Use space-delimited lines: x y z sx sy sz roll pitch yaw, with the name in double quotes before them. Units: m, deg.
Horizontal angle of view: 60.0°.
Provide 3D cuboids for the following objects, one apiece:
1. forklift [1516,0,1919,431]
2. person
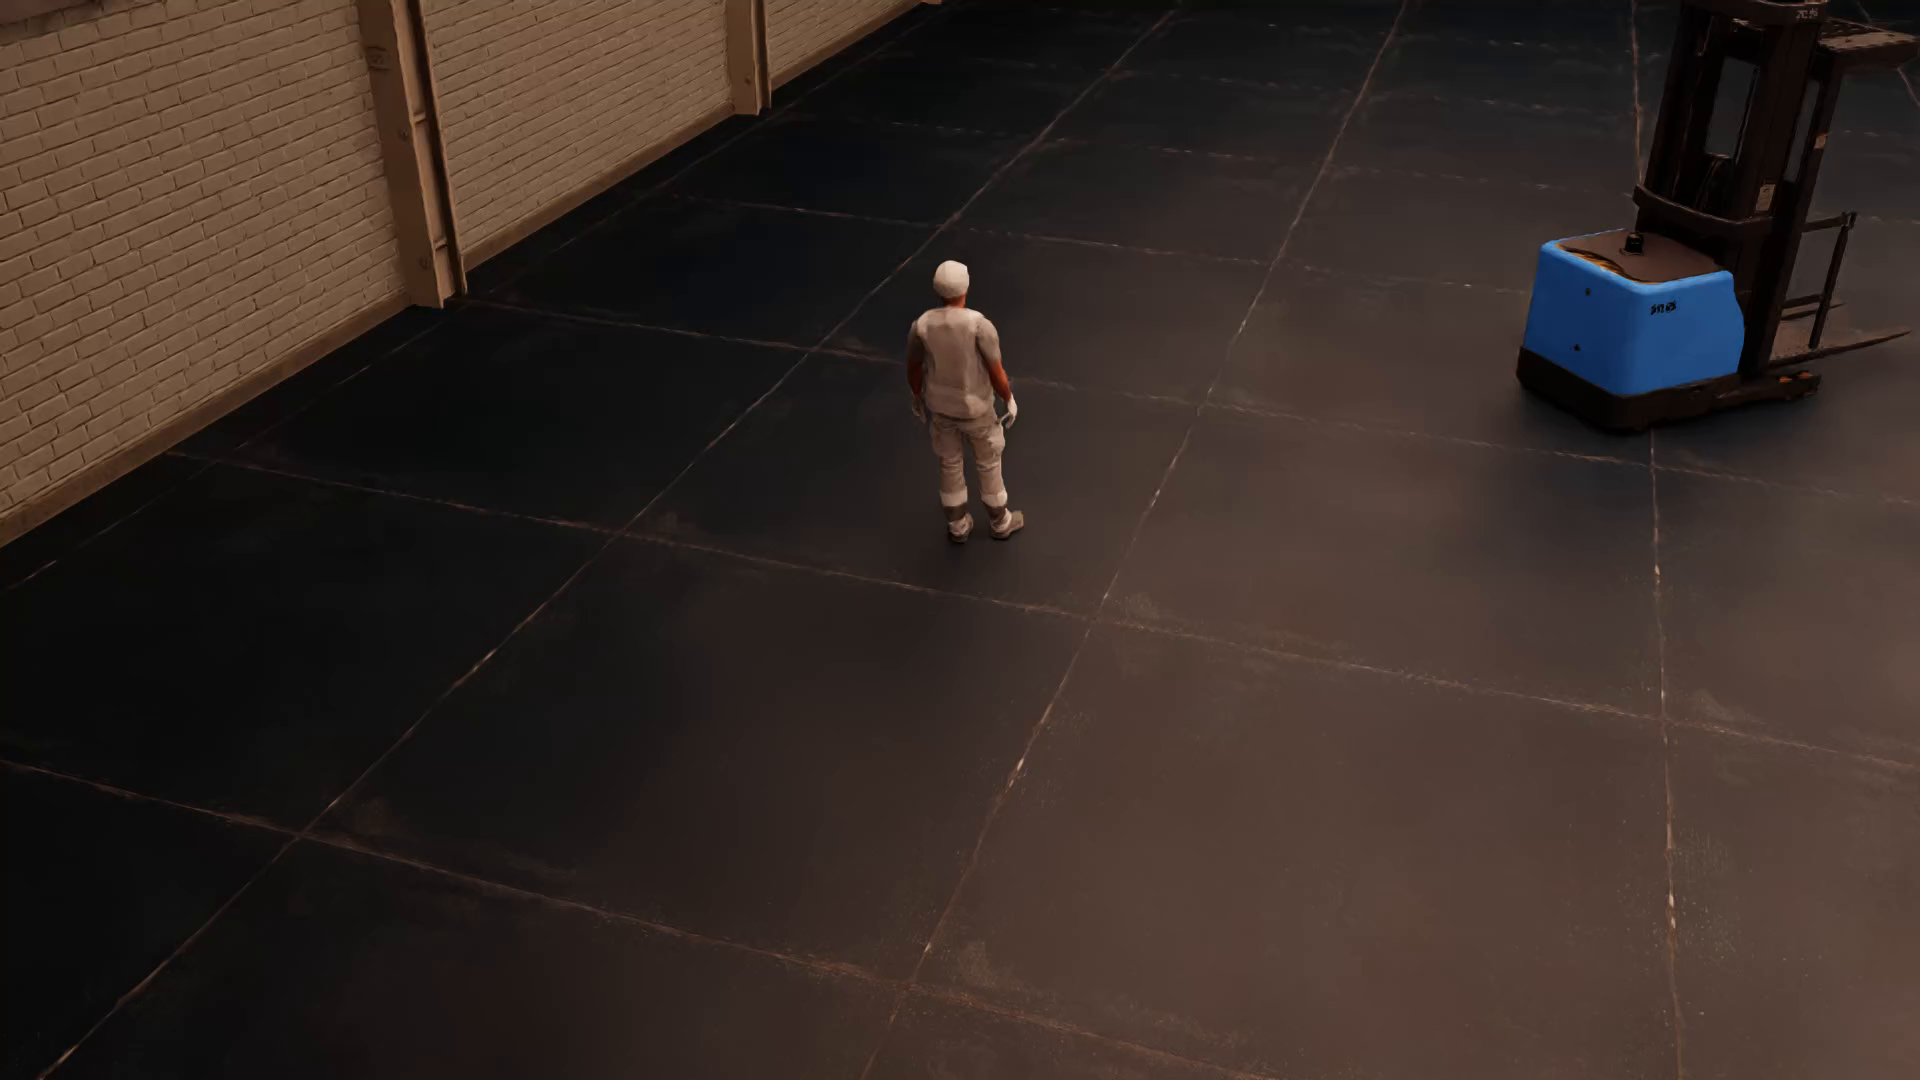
"forklift" 5.587 -2.492 11.508 3.031 2.935 1.130 -12 32 -21
"person" 0.037 -0.819 9.713 0.637 1.787 0.563 10 31 16
